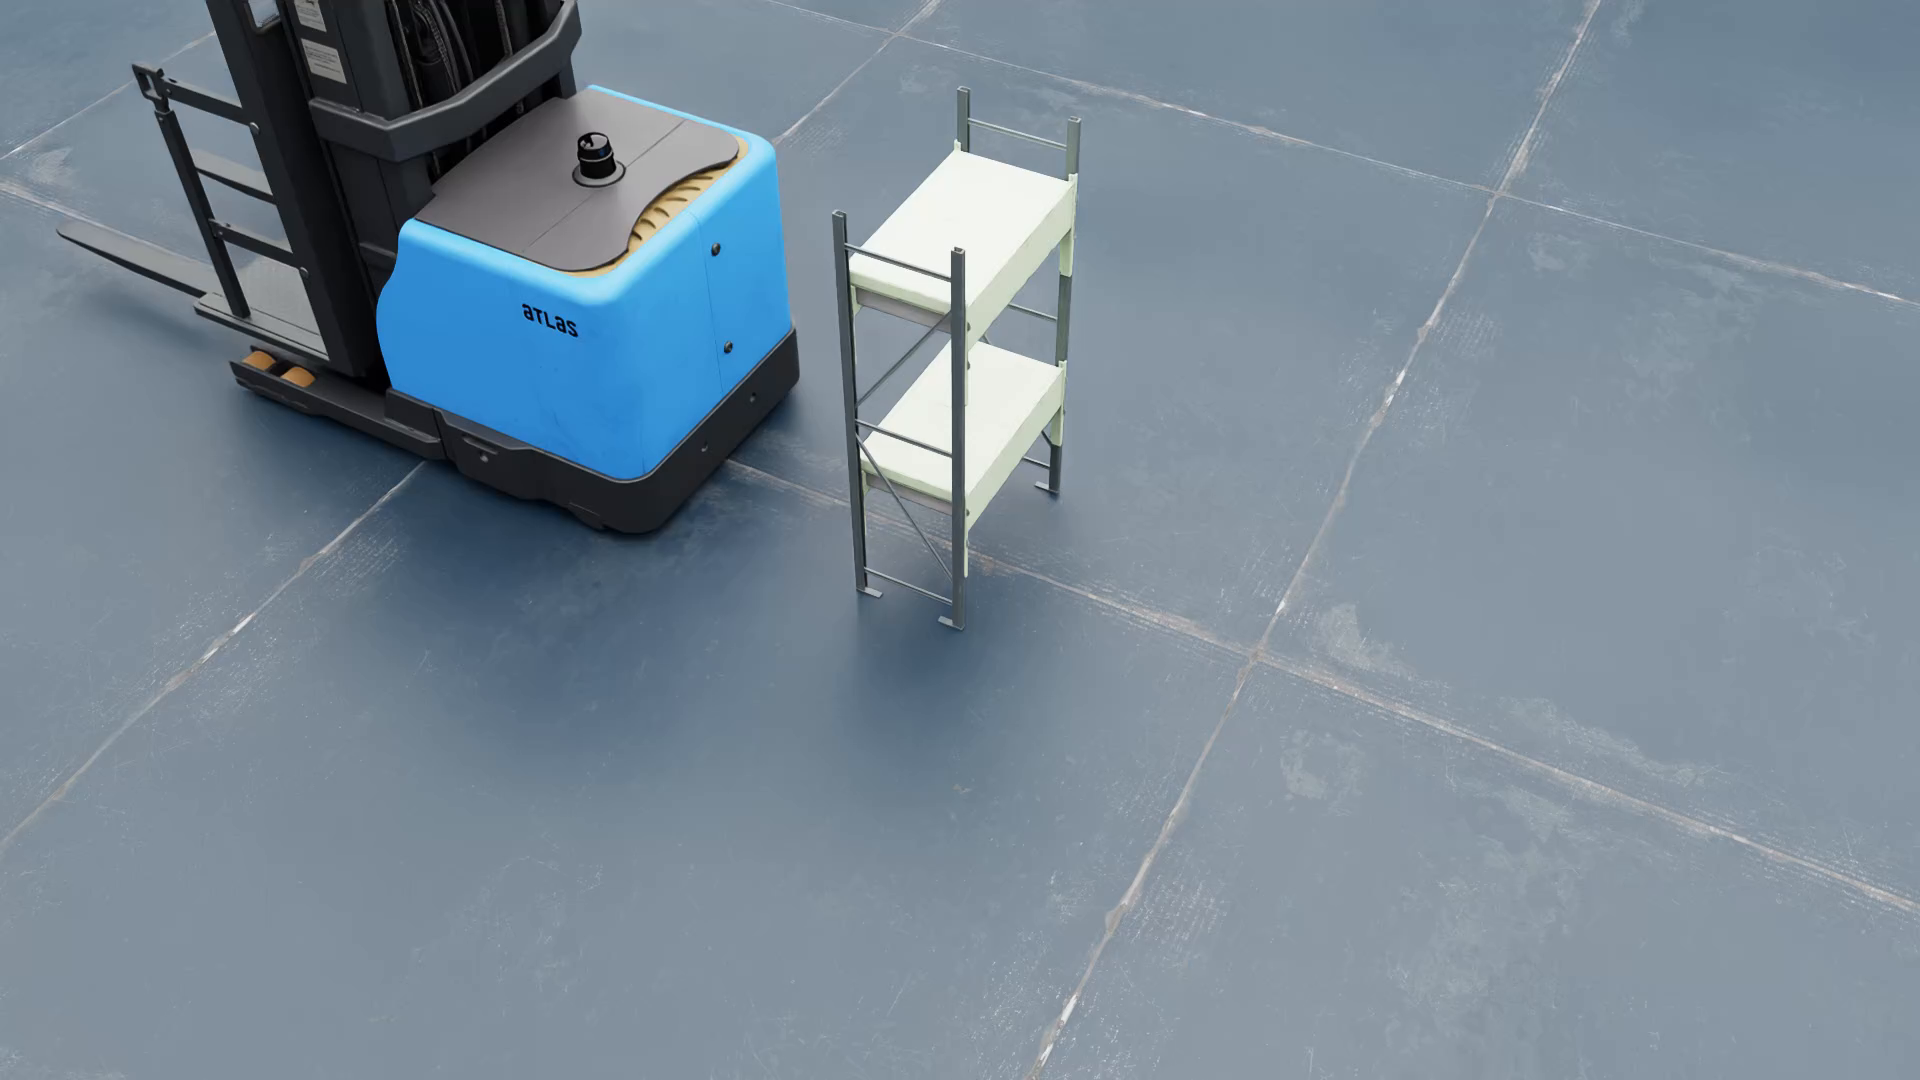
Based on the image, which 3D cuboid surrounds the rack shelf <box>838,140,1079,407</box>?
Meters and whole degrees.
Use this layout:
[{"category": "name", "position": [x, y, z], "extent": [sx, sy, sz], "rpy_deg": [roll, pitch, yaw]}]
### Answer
[{"category": "rack shelf", "position": [0.003, -0.806, 4.943], "extent": [0.431, 0.370, 0.720], "rpy_deg": [20, 49, 19]}]

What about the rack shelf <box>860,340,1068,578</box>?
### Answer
[{"category": "rack shelf", "position": [0.003, -0.302, 5.453], "extent": [0.431, 0.370, 0.720], "rpy_deg": [20, 49, 19]}]

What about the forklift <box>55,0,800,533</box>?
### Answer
[{"category": "forklift", "position": [-2.145, -1.817, 5.485], "extent": [3.031, 2.935, 1.130], "rpy_deg": [21, 49, 20]}]

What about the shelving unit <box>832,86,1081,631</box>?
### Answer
[{"category": "shelving unit", "position": [0.003, -0.531, 5.221], "extent": [0.431, 1.500, 0.755], "rpy_deg": [20, 49, 19]}]

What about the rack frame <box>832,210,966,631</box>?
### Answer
[{"category": "rack frame", "position": [-0.167, -0.301, 4.993], "extent": [0.400, 1.500, 0.023], "rpy_deg": [20, 49, 19]}]

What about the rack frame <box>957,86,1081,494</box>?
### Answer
[{"category": "rack frame", "position": [0.173, -0.762, 5.449], "extent": [0.400, 1.500, 0.023], "rpy_deg": [20, 49, 19]}]
